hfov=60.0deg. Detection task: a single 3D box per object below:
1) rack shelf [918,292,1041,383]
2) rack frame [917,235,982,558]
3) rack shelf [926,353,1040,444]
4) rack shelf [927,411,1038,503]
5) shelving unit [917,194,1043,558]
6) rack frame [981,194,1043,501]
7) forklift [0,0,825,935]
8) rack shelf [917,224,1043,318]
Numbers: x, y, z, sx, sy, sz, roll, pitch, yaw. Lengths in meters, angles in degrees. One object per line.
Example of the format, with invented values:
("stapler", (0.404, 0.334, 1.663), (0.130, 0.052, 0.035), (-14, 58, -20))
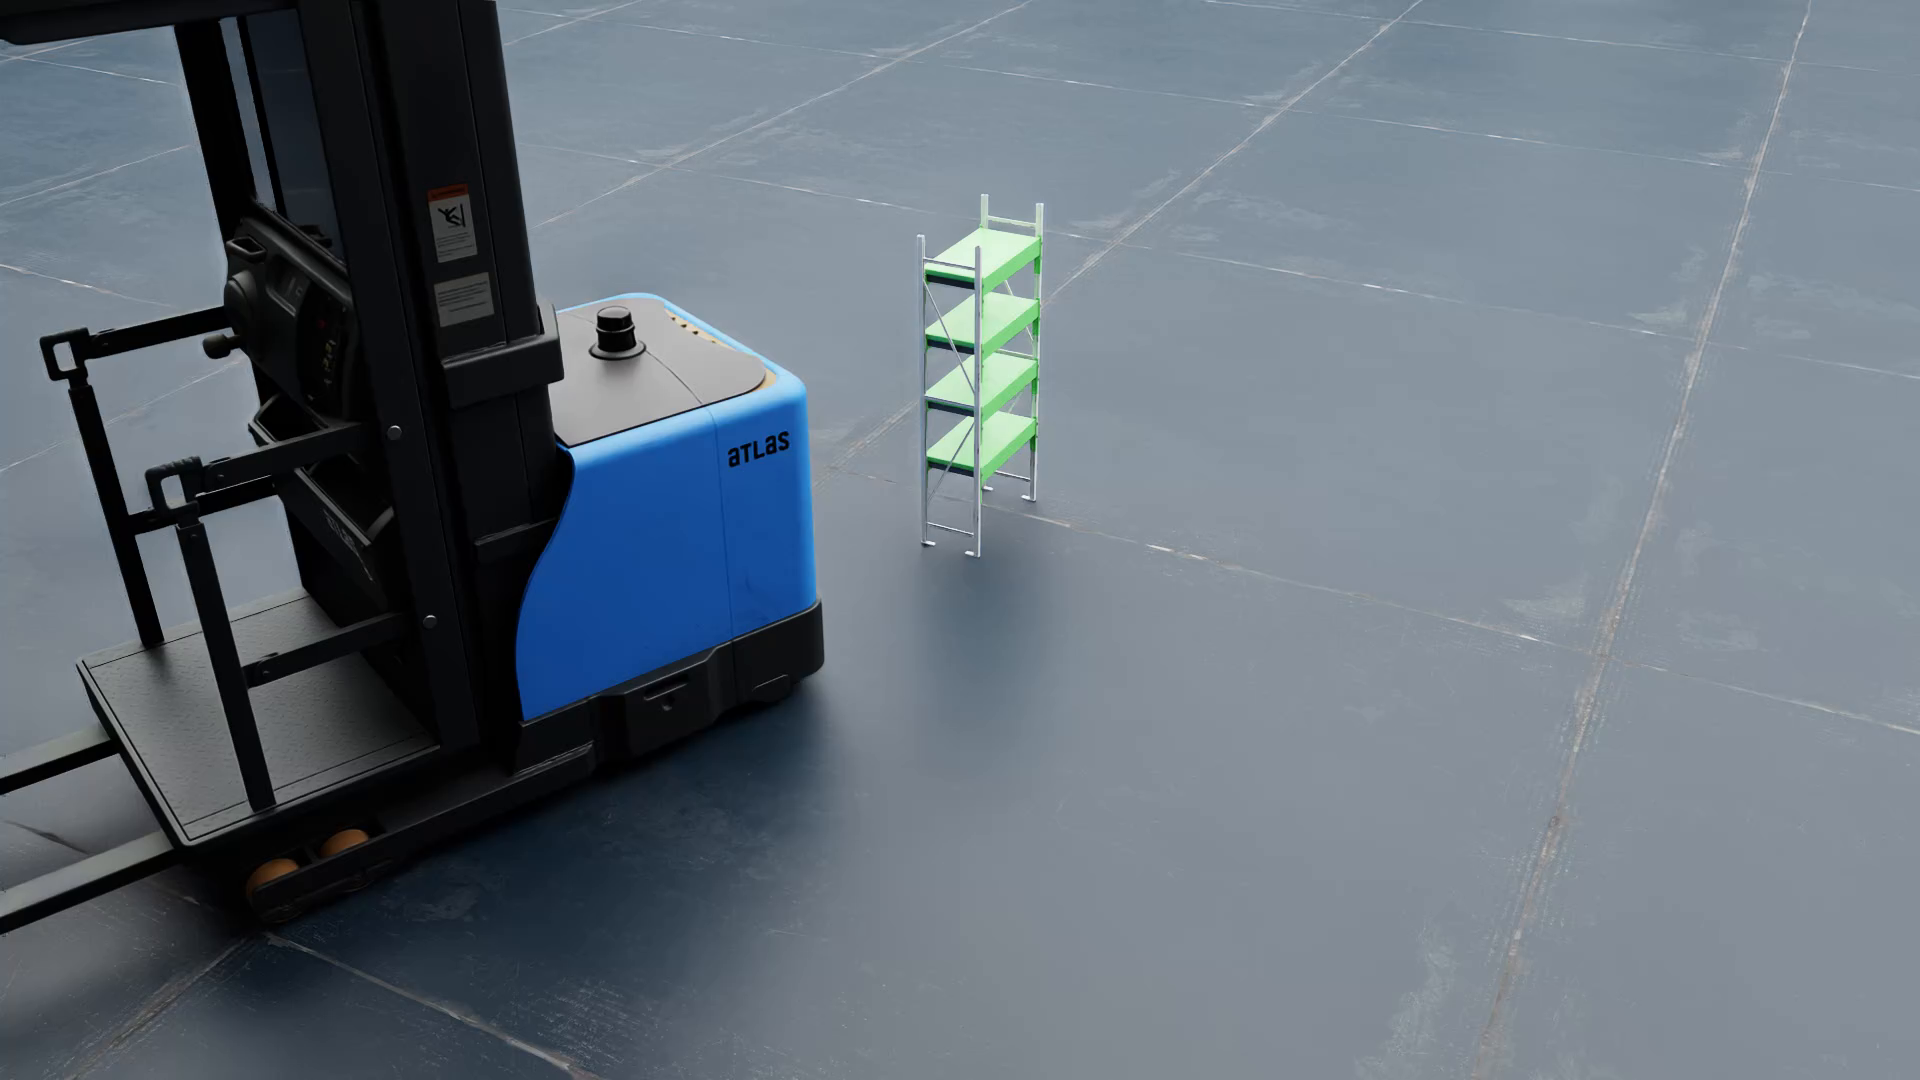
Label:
("rack shelf", (0.075, -0.746, 5.991), (0.258, 0.148, 0.480), (14, 33, 23))
("rack frame", (-0.036, -0.486, 5.891), (0.240, 1.200, 0.015), (14, 33, 23))
("rack shelf", (0.075, -0.538, 6.111), (0.258, 0.148, 0.480), (14, 33, 23))
("rack shelf", (0.075, -0.330, 6.230), (0.258, 0.148, 0.480), (14, 33, 23))
("shelving unit", (0.075, -0.594, 6.079), (0.258, 1.200, 0.503), (14, 33, 23))
("rack frame", (0.187, -0.702, 6.267), (0.240, 1.200, 0.015), (14, 33, 23))
("forklift", (-1.912, -0.544, 4.254), (3.031, 2.935, 1.130), (-22, 36, -33))
("rack shelf", (0.075, -0.955, 5.872), (0.258, 0.148, 0.480), (14, 33, 23))
